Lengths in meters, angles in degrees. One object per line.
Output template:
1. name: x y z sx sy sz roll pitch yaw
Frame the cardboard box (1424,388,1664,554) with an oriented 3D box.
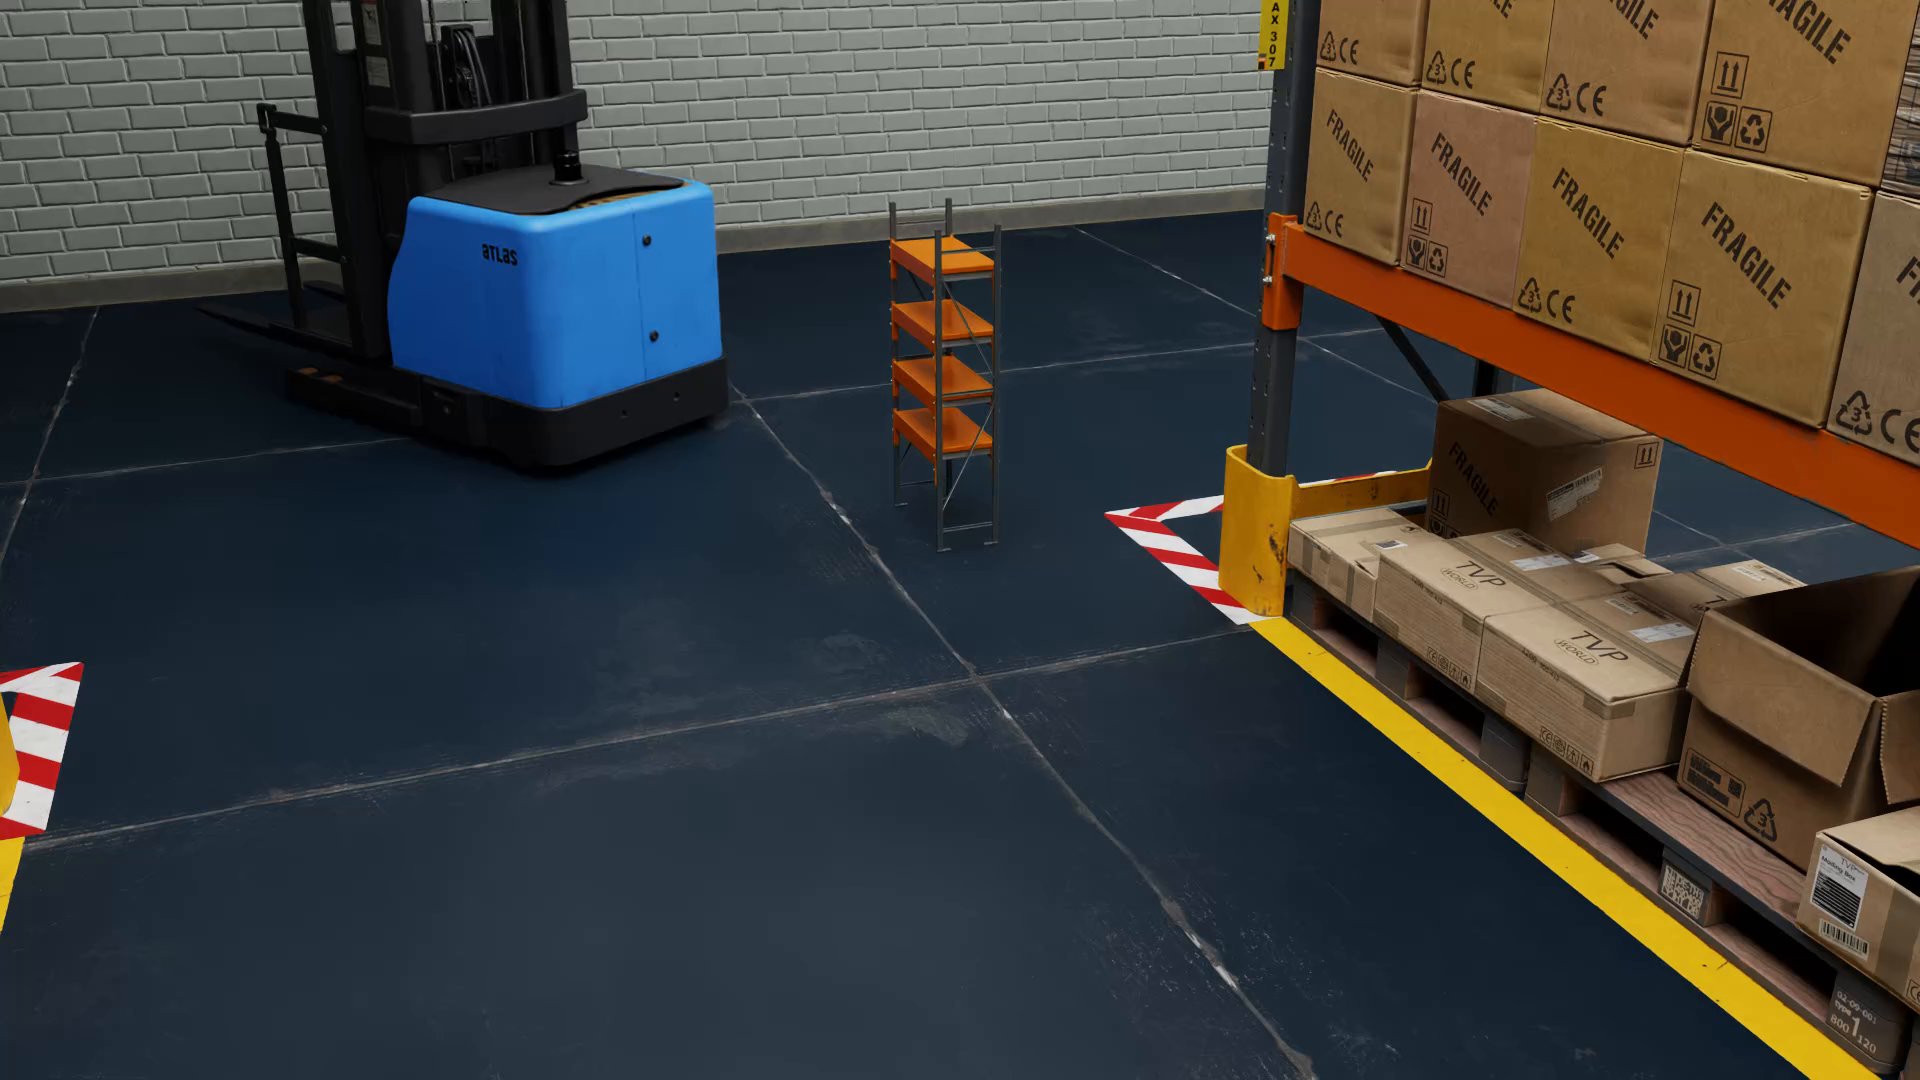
1. cardboard box: 1.895 -0.170 5.444 0.500 0.500 0.500 -8 24 -19

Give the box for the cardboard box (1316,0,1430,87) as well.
1. cardboard box: 1.383 -1.593 4.751 0.500 0.500 0.500 -8 24 -17

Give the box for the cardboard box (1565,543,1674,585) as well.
1. cardboard box: 1.954 0.143 5.131 0.380 0.166 0.250 -8 24 -19

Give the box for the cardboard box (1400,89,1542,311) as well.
1. cardboard box: 1.570 -0.945 4.502 0.500 0.500 0.500 -9 24 -20

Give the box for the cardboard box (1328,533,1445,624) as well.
1. cardboard box: 1.388 0.110 5.209 0.380 0.166 0.250 -8 24 -19

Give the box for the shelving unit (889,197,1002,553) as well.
1. shelving unit: -0.058 -0.613 6.160 0.258 1.200 0.503 -8 24 -19

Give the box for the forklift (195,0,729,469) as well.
1. forklift: -2.519 -2.089 7.433 3.031 2.935 1.130 17 28 34

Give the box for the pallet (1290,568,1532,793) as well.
1. pallet: 1.782 0.319 5.222 1.003 0.211 1.213 -8 24 -19

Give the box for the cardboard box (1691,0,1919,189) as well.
1. cardboard box: 1.927 -1.037 3.432 0.500 0.500 0.500 -9 24 -19

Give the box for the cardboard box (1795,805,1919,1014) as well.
1. cardboard box: 2.154 0.766 3.467 0.500 0.311 0.500 -8 24 -19

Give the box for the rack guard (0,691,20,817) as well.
1. rack guard: -3.169 0.541 4.323 1.175 0.500 0.348 -8 24 -19

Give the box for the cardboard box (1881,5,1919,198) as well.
1. cardboard box: 2.104 -0.854 2.998 0.500 0.500 0.500 -8 24 -19

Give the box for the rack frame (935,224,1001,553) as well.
1. rack frame: 0.028 -0.524 5.949 0.240 1.200 0.015 -8 24 -19

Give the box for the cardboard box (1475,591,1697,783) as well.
1. cardboard box: 1.753 0.381 4.458 0.500 0.250 0.500 -8 24 -19

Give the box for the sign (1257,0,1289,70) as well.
1. sign: 0.965 -1.608 5.088 0.100 0.325 0.005 -8 24 -19

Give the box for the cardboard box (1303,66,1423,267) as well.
1. cardboard box: 1.383 -1.132 4.945 0.500 0.500 0.500 -8 24 -18

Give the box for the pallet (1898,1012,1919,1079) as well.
1. pallet: 2.644 1.205 3.118 1.003 0.211 1.213 -8 24 -19

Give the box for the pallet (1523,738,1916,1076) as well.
1. pallet: 2.210 0.761 4.172 1.003 0.211 1.213 -8 24 -19

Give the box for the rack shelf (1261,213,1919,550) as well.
1. rack shelf: 2.179 -0.225 3.848 1.077 0.370 4.000 -8 24 -19

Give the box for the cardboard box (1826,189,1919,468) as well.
1. cardboard box: 2.102 -0.396 3.199 0.500 0.500 0.500 -8 24 -18

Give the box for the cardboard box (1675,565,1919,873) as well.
1. cardboard box: 2.217 0.436 4.002 0.797 0.503 0.637 -8 24 -19

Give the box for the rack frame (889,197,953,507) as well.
1. rack frame: -0.145 -0.702 6.370 0.240 1.200 0.015 -8 24 -19

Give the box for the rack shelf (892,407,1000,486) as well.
1. rack shelf: -0.058 -0.368 6.263 0.258 0.148 0.480 -8 24 -19

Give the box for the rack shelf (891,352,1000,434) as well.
1. rack shelf: -0.058 -0.551 6.186 0.258 0.148 0.480 -8 24 -19

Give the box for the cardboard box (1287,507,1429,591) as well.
1. cardboard box: 1.299 0.027 5.428 0.380 0.149 0.250 -8 24 -19

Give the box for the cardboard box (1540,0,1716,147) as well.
1. cardboard box: 1.747 -1.221 3.870 0.500 0.500 0.500 -8 24 -18

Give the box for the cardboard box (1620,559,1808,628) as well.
1. cardboard box: 2.203 0.294 4.664 0.500 0.250 0.500 -8 24 -19

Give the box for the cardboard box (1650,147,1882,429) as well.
1. cardboard box: 1.920 -0.581 3.637 0.500 0.500 0.500 -8 24 -18

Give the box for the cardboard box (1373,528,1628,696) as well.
1. cardboard box: 1.576 0.199 4.889 0.500 0.250 0.500 -8 24 -19

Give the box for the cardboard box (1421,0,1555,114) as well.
1. cardboard box: 1.575 -1.404 4.303 0.500 0.500 0.500 -8 24 -18

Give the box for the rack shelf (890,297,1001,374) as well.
1. rack shelf: -0.059 -0.757 6.099 0.258 0.148 0.480 -8 24 -19

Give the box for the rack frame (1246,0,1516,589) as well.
1. rack frame: 1.473 -1.283 5.433 1.000 3.000 0.127 -8 24 -19

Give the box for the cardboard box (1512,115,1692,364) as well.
1. cardboard box: 1.745 -0.763 4.068 0.500 0.500 0.500 -8 24 -19

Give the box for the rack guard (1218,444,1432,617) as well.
1. rack guard: 1.500 -0.104 5.853 1.175 0.500 0.348 -8 24 -19

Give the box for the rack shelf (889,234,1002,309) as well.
1. rack shelf: -0.059 -0.975 6.007 0.258 0.148 0.480 -8 24 -19
